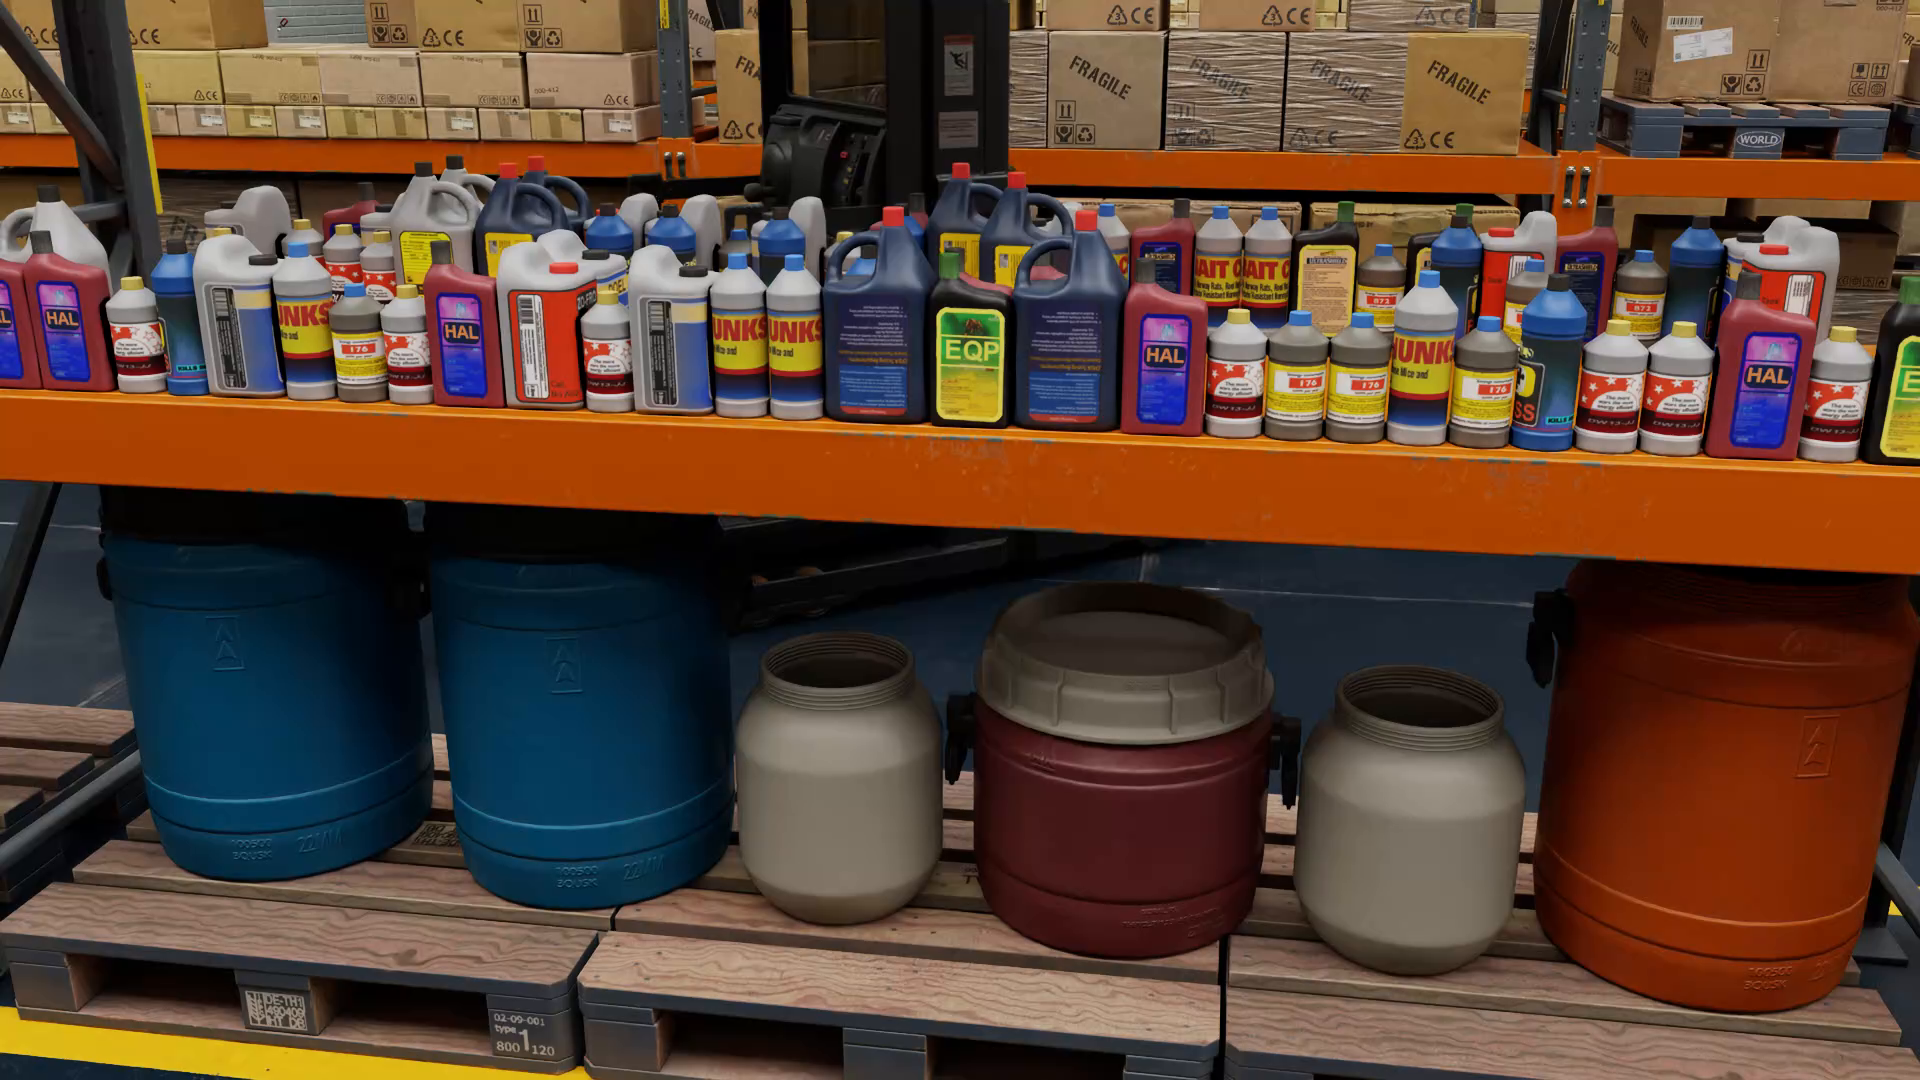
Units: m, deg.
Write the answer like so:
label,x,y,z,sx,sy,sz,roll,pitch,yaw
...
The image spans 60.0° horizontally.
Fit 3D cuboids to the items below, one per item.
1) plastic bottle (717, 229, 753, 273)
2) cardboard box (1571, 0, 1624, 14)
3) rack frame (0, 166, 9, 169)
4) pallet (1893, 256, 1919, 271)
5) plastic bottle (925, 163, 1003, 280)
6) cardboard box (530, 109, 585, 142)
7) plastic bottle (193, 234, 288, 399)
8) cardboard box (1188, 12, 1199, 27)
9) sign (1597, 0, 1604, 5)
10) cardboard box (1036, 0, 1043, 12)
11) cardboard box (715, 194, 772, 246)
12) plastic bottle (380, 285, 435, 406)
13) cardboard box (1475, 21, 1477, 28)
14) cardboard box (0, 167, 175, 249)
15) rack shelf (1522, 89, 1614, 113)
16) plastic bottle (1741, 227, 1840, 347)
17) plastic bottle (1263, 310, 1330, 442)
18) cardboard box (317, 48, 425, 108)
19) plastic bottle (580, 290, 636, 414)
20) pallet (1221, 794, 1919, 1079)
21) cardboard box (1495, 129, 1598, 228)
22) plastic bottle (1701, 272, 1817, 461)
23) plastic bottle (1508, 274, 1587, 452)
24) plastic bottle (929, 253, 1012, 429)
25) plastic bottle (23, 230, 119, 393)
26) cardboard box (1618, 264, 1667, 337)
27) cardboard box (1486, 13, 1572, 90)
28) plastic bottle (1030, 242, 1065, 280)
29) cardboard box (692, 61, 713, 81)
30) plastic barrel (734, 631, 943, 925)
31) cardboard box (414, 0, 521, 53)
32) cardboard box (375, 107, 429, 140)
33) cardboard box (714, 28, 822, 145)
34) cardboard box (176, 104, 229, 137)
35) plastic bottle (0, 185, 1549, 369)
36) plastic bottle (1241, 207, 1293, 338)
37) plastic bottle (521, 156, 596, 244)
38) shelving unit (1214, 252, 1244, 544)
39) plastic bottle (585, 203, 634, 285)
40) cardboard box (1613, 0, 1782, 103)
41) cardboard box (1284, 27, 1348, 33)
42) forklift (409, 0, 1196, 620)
label,x,y,z,sx,sy,sz,roll,pitch,yaw
plastic bottle,-0.471,-0.564,3.575,0.097,0.201,0.097,0,18,0
cardboard box,4.541,-3.995,11.782,0.500,0.500,0.700,3,19,8
rack frame,-5.185,-2.379,8.686,0.053,2.616,0.949,3,19,9
pallet,6.775,-2.016,11.994,1.213,0.211,1.003,3,19,9
plastic bottle,0.025,-0.602,3.453,0.185,0.351,0.144,3,19,9
cardboard box,-1.844,-1.983,7.898,0.250,0.149,0.380,3,19,10
plastic bottle,-1.264,-0.405,2.982,0.135,0.276,0.152,3,19,9
cardboard box,1.766,-3.692,11.874,0.250,0.149,0.380,3,19,10
sign,2.628,-2.350,6.775,0.005,0.325,0.100,3,19,9
cardboard box,0.495,-3.898,12.021,0.250,0.149,0.380,3,19,9
cardboard box,-0.601,-1.342,8.274,0.875,0.875,1.225,3,19,9
plastic bottle,-0.962,-0.345,2.921,0.097,0.201,0.097,0,18,0
cardboard box,5.113,-5.032,16.350,0.250,0.149,0.380,2,19,5
cardboard box,-4.541,-1.562,8.932,0.875,0.875,0.875,3,19,9
rack shelf,5.574,-3.082,11.921,4.000,0.370,1.077,3,19,9
plastic bottle,1.527,-0.440,3.087,0.135,0.276,0.152,3,19,9
plastic bottle,0.545,-0.269,2.692,0.097,0.201,0.097,0,18,0
cardboard box,-2.729,-2.237,8.030,0.500,0.250,0.500,3,19,10
plastic bottle,-0.601,-0.327,2.866,0.097,0.201,0.097,0,18,0
pallet,1.142,0.872,3.364,1.213,0.211,1.003,3,19,9
cardboard box,4.187,-2.597,12.223,0.750,0.750,1.050,3,19,8
plastic bottle,1.233,-0.267,2.556,0.133,0.283,0.061,3,19,9
plastic bottle,0.929,-0.282,2.622,0.097,0.271,0.097,0,18,0
plastic bottle,0.018,-0.328,2.741,0.133,0.283,0.061,3,19,9
plastic bottle,-1.596,-0.411,2.987,0.133,0.283,0.061,3,19,9
cardboard box,3.378,-0.971,7.724,0.500,0.500,0.700,2,19,6
cardboard box,4.000,-3.464,11.772,0.500,0.500,0.500,3,19,9
plastic bottle,0.172,-0.367,2.856,0.133,0.283,0.061,3,19,9
cardboard box,-1.961,-3.613,12.769,0.250,0.149,0.380,3,19,8
plastic barrel,-0.245,0.481,3.398,0.421,0.512,0.421,0,18,0
cardboard box,-2.227,-2.568,7.836,0.500,0.500,0.500,3,19,9
cardboard box,-2.606,-2.022,8.014,0.250,0.149,0.380,3,19,10
cardboard box,-0.822,-2.122,7.762,0.500,0.500,0.500,3,19,9
cardboard box,-3.618,-2.074,8.169,0.250,0.149,0.380,3,19,8
plastic bottle,-0.320,-0.491,3.120,2.872,0.351,0.643,3,19,9
plastic bottle,0.625,-0.542,3.397,0.097,0.271,0.097,0,18,0
plastic bottle,-0.880,-0.648,3.591,0.185,0.351,0.144,3,19,9
shelving unit,1.010,-0.531,6.236,0.215,1.050,0.252,-7,20,-20
plastic bottle,-0.724,-0.561,3.457,0.097,0.271,0.097,0,18,0
cardboard box,3.253,-2.207,7.353,0.500,0.500,0.500,1,19,2
cardboard box,1.767,-2.158,7.867,0.500,0.500,0.500,2,19,7
forklift,-0.615,-1.301,5.571,3.031,2.935,1.130,-9,21,-26
